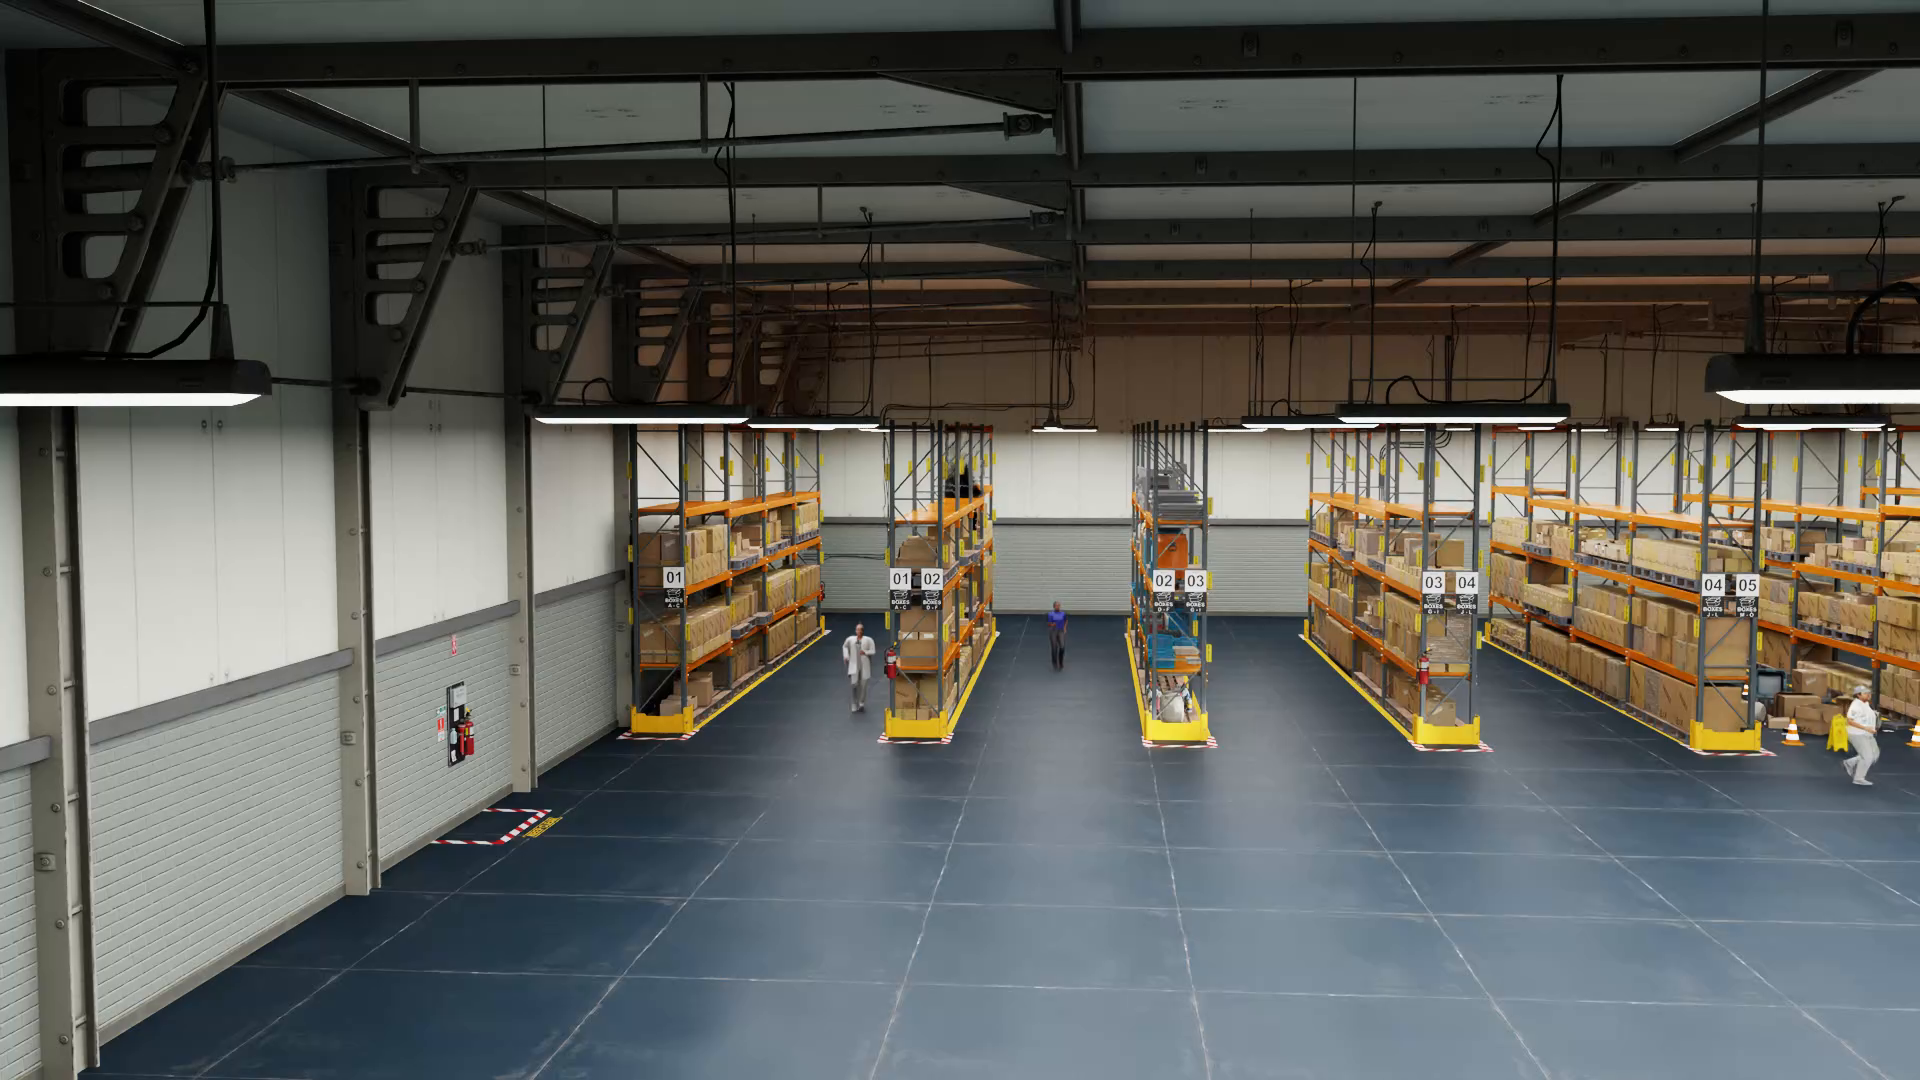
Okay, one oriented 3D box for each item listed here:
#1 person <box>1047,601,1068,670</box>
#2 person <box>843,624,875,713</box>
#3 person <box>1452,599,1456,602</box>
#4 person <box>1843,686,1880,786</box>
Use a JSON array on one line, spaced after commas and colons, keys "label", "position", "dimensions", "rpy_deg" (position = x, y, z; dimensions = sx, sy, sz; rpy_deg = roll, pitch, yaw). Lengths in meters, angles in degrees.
[{"label": "person", "position": [2.390, 2.340, 40.580], "dimensions": [0.558, 1.685, 0.667], "rpy_deg": [0, 4, -5]}, {"label": "person", "position": [-2.095, 2.662, 34.457], "dimensions": [0.658, 1.832, 0.809], "rpy_deg": [0, 4, -4]}, {"label": "person", "position": [13.351, 2.093, 44.013], "dimensions": [0.663, 1.803, 0.789], "rpy_deg": [0, 4, 7]}, {"label": "person", "position": [14.746, 3.189, 27.231], "dimensions": [0.604, 1.617, 0.575], "rpy_deg": [-3, 5, -40]}]
